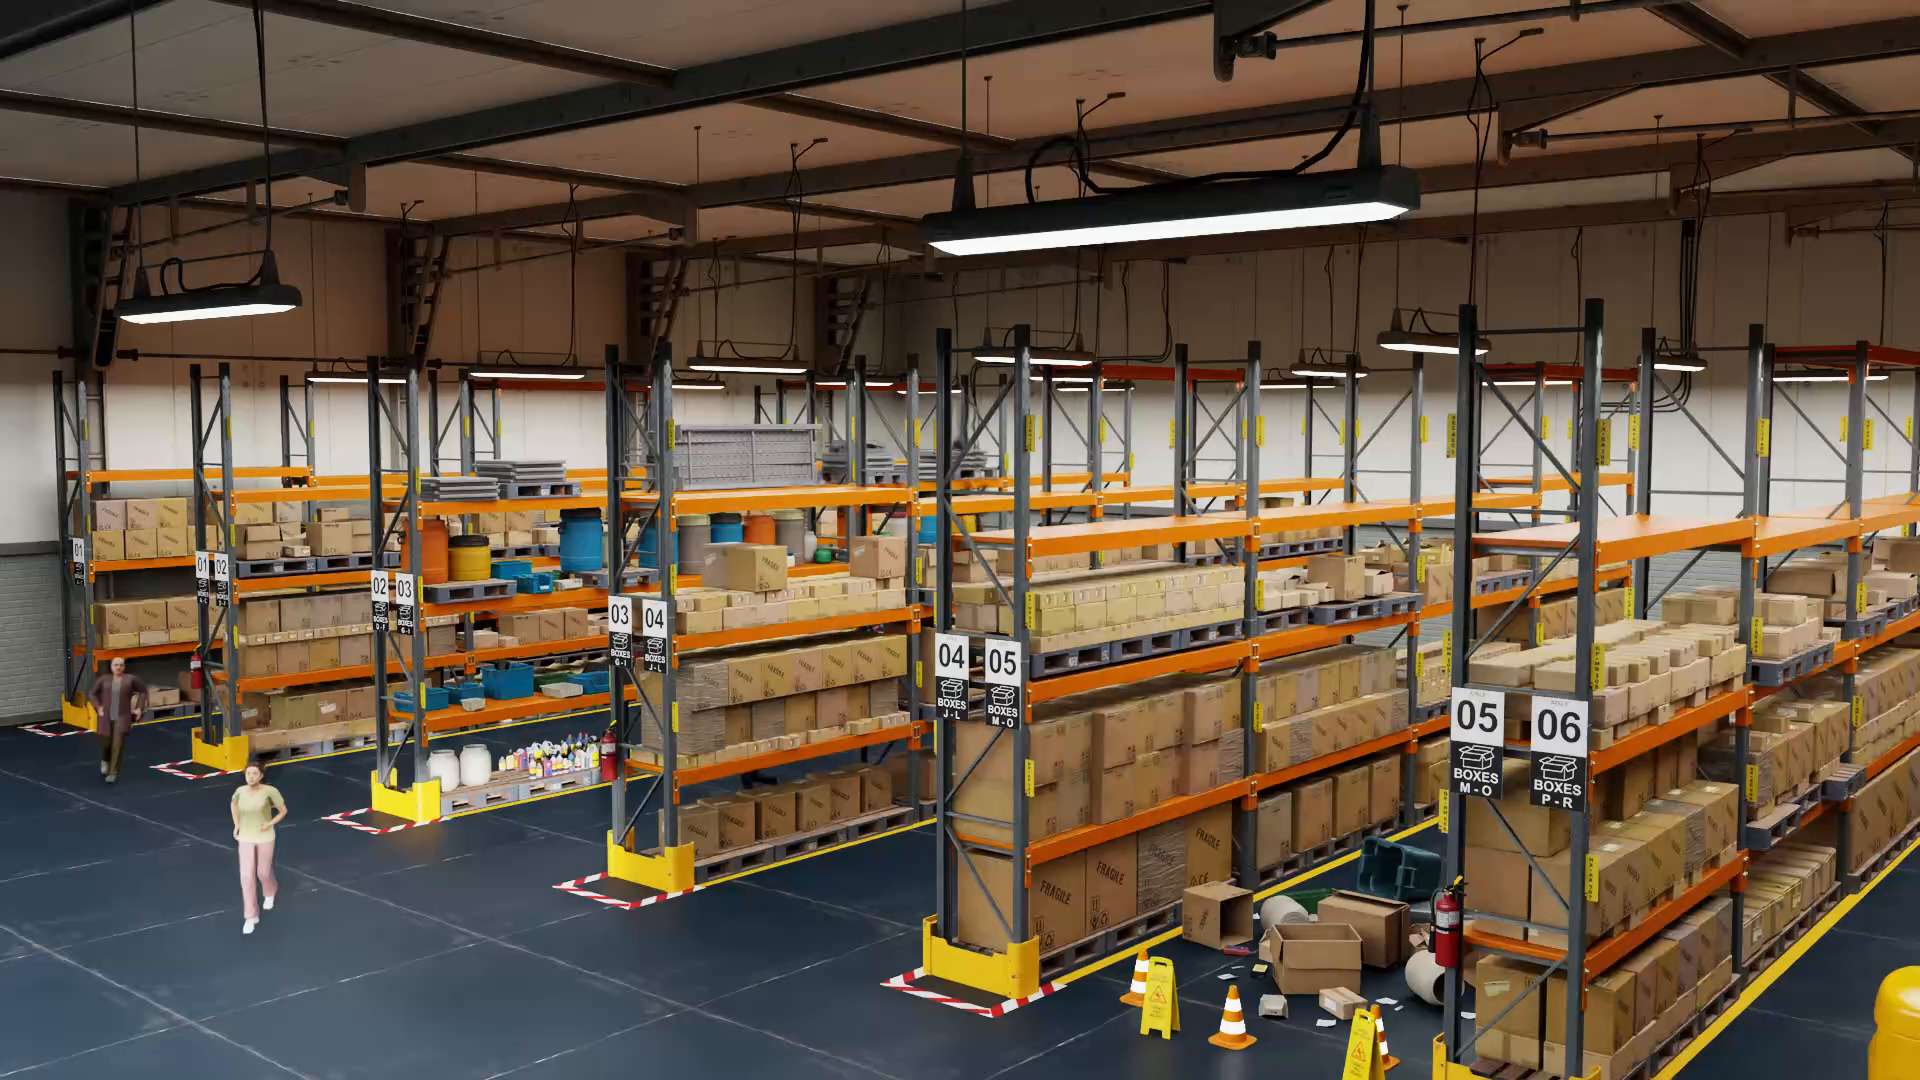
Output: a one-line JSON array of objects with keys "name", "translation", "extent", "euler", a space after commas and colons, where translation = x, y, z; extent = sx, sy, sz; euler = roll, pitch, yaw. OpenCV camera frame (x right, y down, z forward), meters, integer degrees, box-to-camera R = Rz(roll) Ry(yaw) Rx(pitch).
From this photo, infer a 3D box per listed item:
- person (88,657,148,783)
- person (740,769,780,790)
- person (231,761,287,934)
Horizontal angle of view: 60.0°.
[{"name": "person", "translation": [-12.113, 2.553, 23.956], "extent": [0.768, 1.758, 0.932], "euler": [-2, 5, -30]}, {"name": "person", "translation": [-2.668, 2.797, 22.012], "extent": [0.539, 1.596, 0.674], "euler": [4, 6, 45]}, {"name": "person", "translation": [-7.215, 3.097, 17.107], "extent": [0.583, 1.681, 0.905], "euler": [-1, 4, -11]}]
